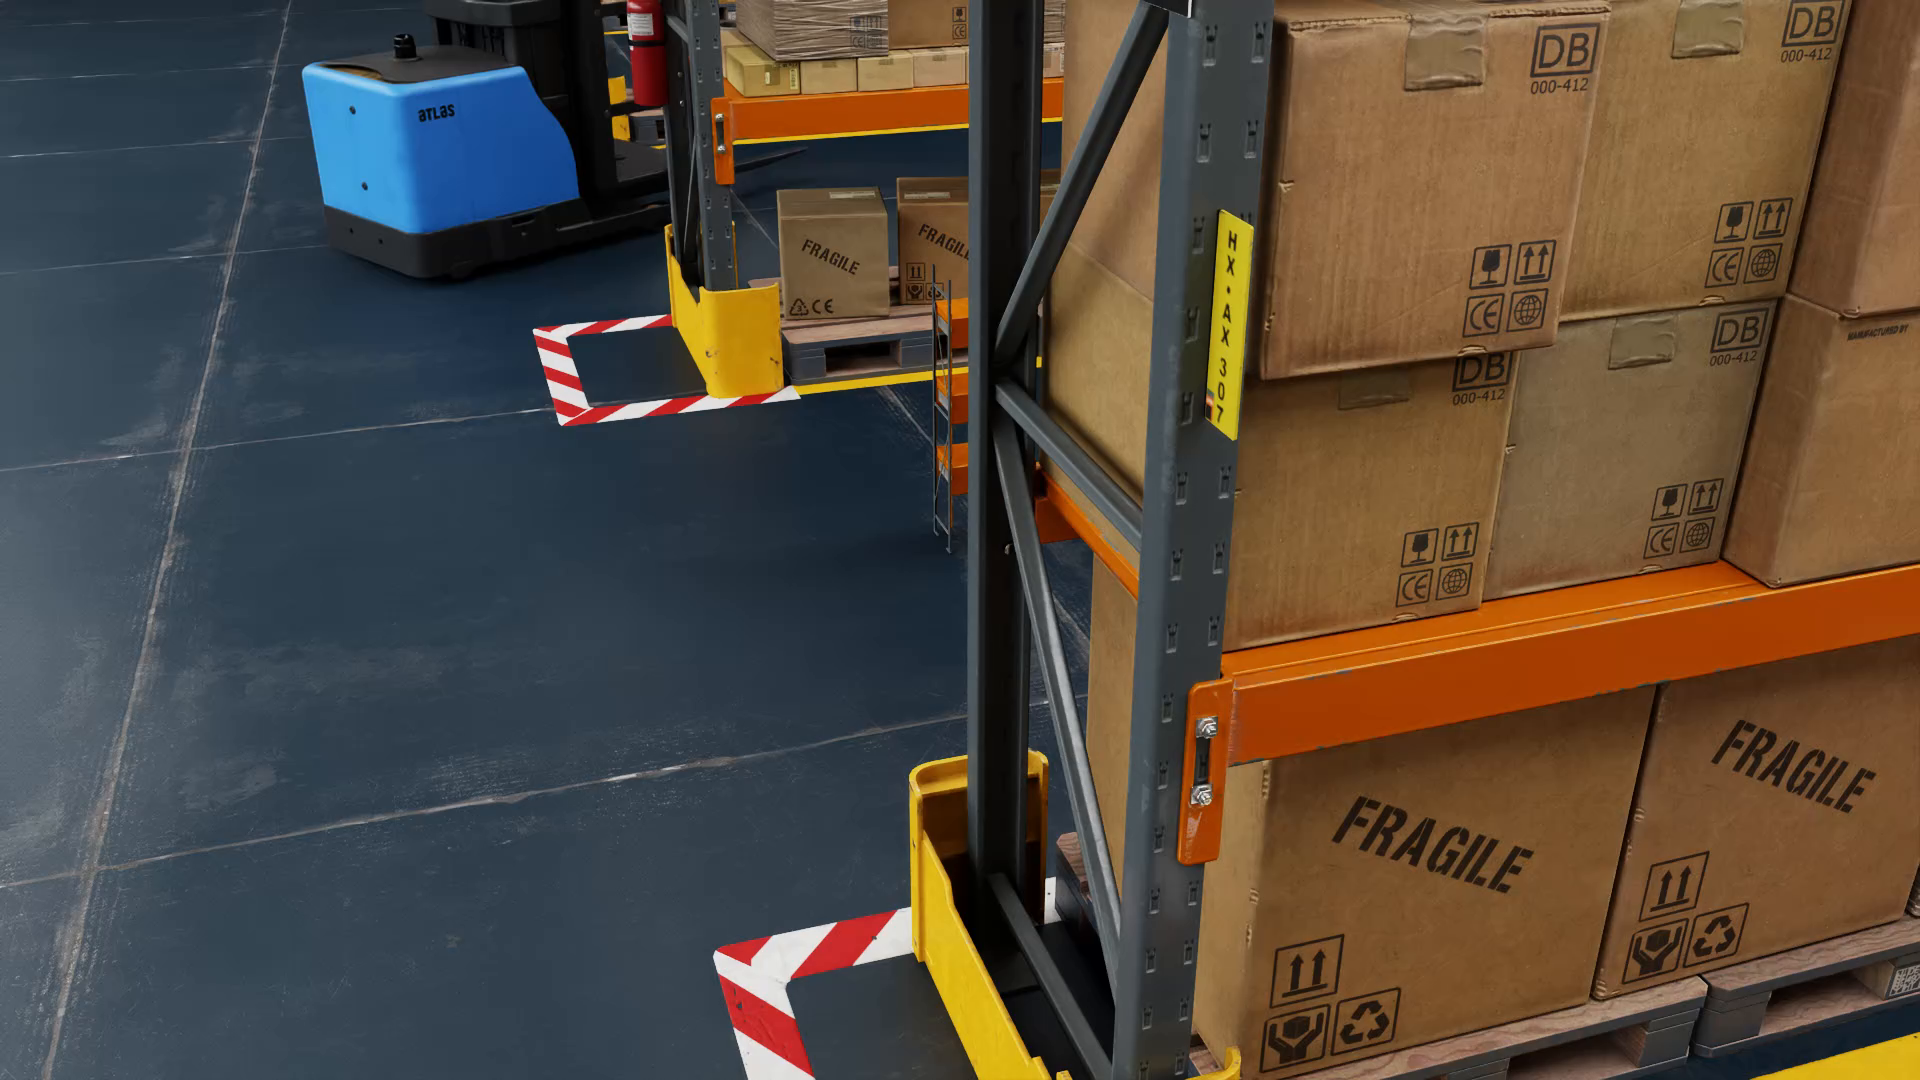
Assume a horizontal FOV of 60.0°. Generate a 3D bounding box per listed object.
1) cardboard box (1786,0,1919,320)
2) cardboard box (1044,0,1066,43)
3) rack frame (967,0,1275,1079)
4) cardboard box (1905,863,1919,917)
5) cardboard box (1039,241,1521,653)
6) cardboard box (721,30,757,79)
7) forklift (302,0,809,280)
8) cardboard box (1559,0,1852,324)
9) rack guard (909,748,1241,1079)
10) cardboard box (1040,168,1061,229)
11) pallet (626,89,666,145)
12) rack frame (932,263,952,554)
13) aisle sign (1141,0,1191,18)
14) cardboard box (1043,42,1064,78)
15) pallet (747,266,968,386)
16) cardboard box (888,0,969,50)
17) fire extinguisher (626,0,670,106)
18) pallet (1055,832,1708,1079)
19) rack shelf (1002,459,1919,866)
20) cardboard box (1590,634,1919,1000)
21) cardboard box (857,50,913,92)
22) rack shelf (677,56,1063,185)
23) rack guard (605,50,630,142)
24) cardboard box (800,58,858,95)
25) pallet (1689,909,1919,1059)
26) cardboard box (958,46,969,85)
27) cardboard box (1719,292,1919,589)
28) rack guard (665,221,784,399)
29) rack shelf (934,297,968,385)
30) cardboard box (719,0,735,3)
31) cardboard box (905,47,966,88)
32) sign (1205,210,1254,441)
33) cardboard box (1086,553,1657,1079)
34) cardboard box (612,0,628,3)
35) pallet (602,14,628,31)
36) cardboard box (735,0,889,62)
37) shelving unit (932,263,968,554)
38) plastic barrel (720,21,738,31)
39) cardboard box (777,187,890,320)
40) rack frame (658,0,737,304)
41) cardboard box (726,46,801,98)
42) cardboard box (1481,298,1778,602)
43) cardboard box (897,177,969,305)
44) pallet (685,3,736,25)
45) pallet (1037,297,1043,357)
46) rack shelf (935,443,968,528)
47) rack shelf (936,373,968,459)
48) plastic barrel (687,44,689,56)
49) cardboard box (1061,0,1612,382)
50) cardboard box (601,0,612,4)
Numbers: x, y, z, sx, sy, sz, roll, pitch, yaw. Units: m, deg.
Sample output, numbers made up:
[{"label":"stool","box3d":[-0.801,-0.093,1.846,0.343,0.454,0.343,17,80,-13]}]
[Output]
[{"label":"cardboard box","box3d":[1.662,-0.846,3.198,0.550,0.550,0.875,-8,28,-16]},{"label":"cardboard box","box3d":[0.247,-2.649,7.766,0.500,0.500,0.875,-8,28,-16]},{"label":"rack frame","box3d":[0.228,-0.126,3.131,0.127,3.000,1.000,-8,28,-16]},{"label":"cardboard box","box3d":[2.556,0.269,4.251,0.875,0.875,0.875,-8,28,-16]},{"label":"cardboard box","box3d":[0.567,-0.264,3.239,0.550,0.550,0.875,-8,28,-16]},{"label":"cardboard box","box3d":[-1.004,-2.251,7.694,0.250,0.149,0.380,-8,28,-16]},{"label":"forklift","box3d":[-2.248,-3.290,9.581,1.130,2.935,3.031,22,34,37]},{"label":"cardboard box","box3d":[1.088,-0.826,3.158,0.550,0.550,0.875,-8,28,-16]},{"label":"rack guard","box3d":[0.206,0.997,3.680,0.348,0.500,1.175,-8,28,-16]},{"label":"cardboard box","box3d":[0.546,-1.560,8.357,0.500,0.500,0.500,-6,27,-11]},{"label":"pallet","box3d":[-1.913,-3.222,12.503,1.213,0.211,1.003,-8,28,-16]},{"label":"rack frame","box3d":[-0.065,-0.461,5.998,0.008,1.050,0.200,-8,28,-16]},{"label":"aisle sign","box3d":[0.254,-1.154,2.277,0.004,0.787,0.394,-8,28,-16]},{"label":"cardboard box","box3d":[0.320,-2.238,7.667,0.250,0.149,0.380,-8,28,-16]},{"label":"pallet","box3d":[-0.356,-1.096,8.219,1.213,0.211,1.003,-8,28,-16]},{"label":"cardboard box","box3d":[-0.242,-2.599,7.665,0.500,0.500,0.875,-8,28,-16]},{"label":"fire extinguisher","box3d":[-1.463,-2.382,7.761,0.183,0.674,0.296,-8,28,-16]},{"label":"pallet","box3d":[0.965,0.980,4.039,1.213,0.211,1.003,-8,28,-16]},{"label":"rack shelf","box3d":[2.130,-0.079,3.845,4.000,0.370,1.077,-8,28,-16]},{"label":"cardboard box","box3d":[1.689,0.394,4.000,0.875,0.875,0.875,-9,28,-17]},{"label":"cardboard box","box3d":[-0.381,-2.117,7.424,0.250,0.149,0.380,-8,28,-16]},{"label":"rack shelf","box3d":[0.690,-2.190,8.098,4.000,0.370,1.077,-8,28,-16]},{"label":"rack guard","box3d":[-2.688,-3.242,12.218,0.348,0.500,1.175,-8,28,-16]},{"label":"cardboard box","box3d":[-0.623,-2.089,7.368,0.250,0.149,0.380,-8,28,-16]},{"label":"pallet","box3d":[2.123,0.813,4.374,1.213,0.211,1.003,-8,28,-16]},{"label":"cardboard box","box3d":[0.091,-2.192,7.575,0.250,0.149,0.380,-8,28,-16]},{"label":"cardboard box","box3d":[1.655,-0.372,3.458,0.550,0.550,0.875,-8,28,-16]},{"label":"rack guard","box3d":[-1.139,-1.128,7.960,0.348,0.500,1.175,-8,28,-16]},{"label":"rack shelf","box3d":[0.051,-0.722,5.910,0.240,0.259,0.215,-8,28,-16]},{"label":"cardboard box","box3d":[-2.270,-5.568,16.713,0.500,0.250,0.500,-8,28,-16]},{"label":"cardboard box","box3d":[-0.149,-2.161,7.511,0.250,0.149,0.380,-8,28,-16]},{"label":"sign","box3d":[0.395,-0.314,2.446,0.005,0.325,0.100,-8,28,-16]},{"label":"cardboard box","box3d":[0.853,0.516,3.754,0.875,0.875,0.875,-8,28,-16]},{"label":"cardboard box","box3d":[-3.223,-5.433,16.440,0.500,0.250,0.500,-8,28,-16]},{"label":"pallet","box3d":[-3.561,-5.300,16.689,1.213,0.211,1.003,-8,28,-16]},{"label":"cardboard box","box3d":[-0.680,-2.479,7.424,0.500,0.500,0.875,-8,28,-16]},{"label":"shelving unit","box3d":[0.051,-0.478,6.031,0.252,1.050,0.215,-8,28,-16]},{"label":"plastic barrel","box3d":[-1.666,-3.597,12.448,0.421,0.512,0.421,0,26,0]},{"label":"cardboard box","box3d":[-0.612,-1.385,8.004,0.500,0.500,0.500,-3,27,-7]},{"label":"rack frame","box3d":[-1.211,-2.237,7.383,0.127,3.000,1.000,-8,28,-16]},{"label":"cardboard box","box3d":[-0.867,-2.063,7.315,0.250,0.149,0.380,-8,28,-16]},{"label":"cardboard box","box3d":[1.083,-0.348,3.410,0.550,0.550,0.875,-8,28,-16]},{"label":"cardboard box","box3d":[-0.055,-1.481,8.199,0.500,0.500,0.500,-1,26,-3]},{"label":"pallet","box3d":[-2.403,-5.467,17.024,1.213,0.211,1.003,-8,28,-16]},{"label":"pallet","box3d":[0.802,-1.262,8.554,1.213,0.211,1.003,-8,28,-16]},{"label":"rack shelf","box3d":[0.051,-0.219,6.160,0.240,0.259,0.215,-8,28,-16]},{"label":"rack shelf","box3d":[0.051,-0.468,6.036,0.240,0.259,0.215,-8,28,-16]},{"label":"plastic barrel","box3d":[-2.143,-3.528,12.309,0.421,0.512,0.421,0,26,0]},{"label":"cardboard box","box3d":[0.593,-0.712,2.927,0.550,0.550,0.875,-8,28,-16]},{"label":"cardboard box","box3d":[-3.697,-5.362,16.298,0.500,0.250,0.500,-8,28,-16]}]
